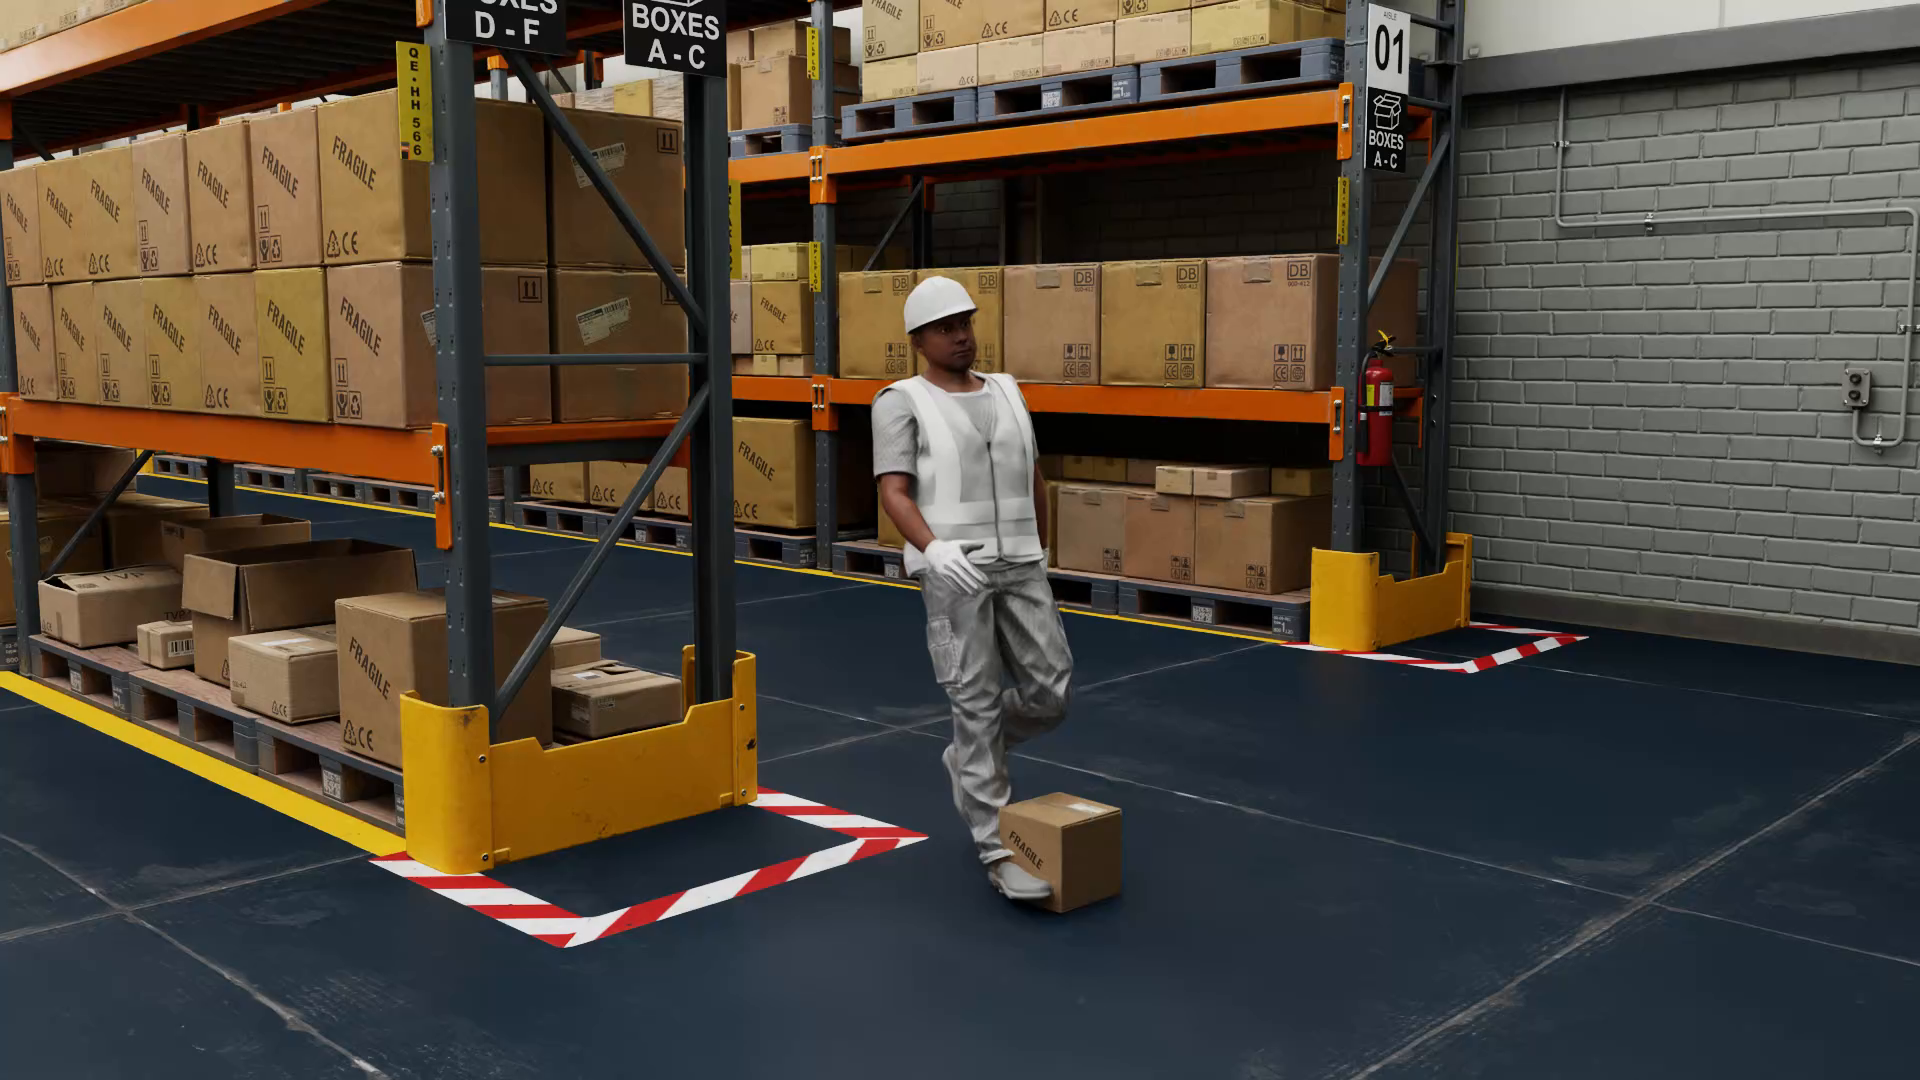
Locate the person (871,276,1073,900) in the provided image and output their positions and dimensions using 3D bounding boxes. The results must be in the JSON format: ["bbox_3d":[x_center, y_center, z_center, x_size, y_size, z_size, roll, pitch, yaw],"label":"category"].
[{"bbox_3d":[0.096,0.109,4.830,0.620,1.742,0.771,-4,8,-29],"label":"person"}]
